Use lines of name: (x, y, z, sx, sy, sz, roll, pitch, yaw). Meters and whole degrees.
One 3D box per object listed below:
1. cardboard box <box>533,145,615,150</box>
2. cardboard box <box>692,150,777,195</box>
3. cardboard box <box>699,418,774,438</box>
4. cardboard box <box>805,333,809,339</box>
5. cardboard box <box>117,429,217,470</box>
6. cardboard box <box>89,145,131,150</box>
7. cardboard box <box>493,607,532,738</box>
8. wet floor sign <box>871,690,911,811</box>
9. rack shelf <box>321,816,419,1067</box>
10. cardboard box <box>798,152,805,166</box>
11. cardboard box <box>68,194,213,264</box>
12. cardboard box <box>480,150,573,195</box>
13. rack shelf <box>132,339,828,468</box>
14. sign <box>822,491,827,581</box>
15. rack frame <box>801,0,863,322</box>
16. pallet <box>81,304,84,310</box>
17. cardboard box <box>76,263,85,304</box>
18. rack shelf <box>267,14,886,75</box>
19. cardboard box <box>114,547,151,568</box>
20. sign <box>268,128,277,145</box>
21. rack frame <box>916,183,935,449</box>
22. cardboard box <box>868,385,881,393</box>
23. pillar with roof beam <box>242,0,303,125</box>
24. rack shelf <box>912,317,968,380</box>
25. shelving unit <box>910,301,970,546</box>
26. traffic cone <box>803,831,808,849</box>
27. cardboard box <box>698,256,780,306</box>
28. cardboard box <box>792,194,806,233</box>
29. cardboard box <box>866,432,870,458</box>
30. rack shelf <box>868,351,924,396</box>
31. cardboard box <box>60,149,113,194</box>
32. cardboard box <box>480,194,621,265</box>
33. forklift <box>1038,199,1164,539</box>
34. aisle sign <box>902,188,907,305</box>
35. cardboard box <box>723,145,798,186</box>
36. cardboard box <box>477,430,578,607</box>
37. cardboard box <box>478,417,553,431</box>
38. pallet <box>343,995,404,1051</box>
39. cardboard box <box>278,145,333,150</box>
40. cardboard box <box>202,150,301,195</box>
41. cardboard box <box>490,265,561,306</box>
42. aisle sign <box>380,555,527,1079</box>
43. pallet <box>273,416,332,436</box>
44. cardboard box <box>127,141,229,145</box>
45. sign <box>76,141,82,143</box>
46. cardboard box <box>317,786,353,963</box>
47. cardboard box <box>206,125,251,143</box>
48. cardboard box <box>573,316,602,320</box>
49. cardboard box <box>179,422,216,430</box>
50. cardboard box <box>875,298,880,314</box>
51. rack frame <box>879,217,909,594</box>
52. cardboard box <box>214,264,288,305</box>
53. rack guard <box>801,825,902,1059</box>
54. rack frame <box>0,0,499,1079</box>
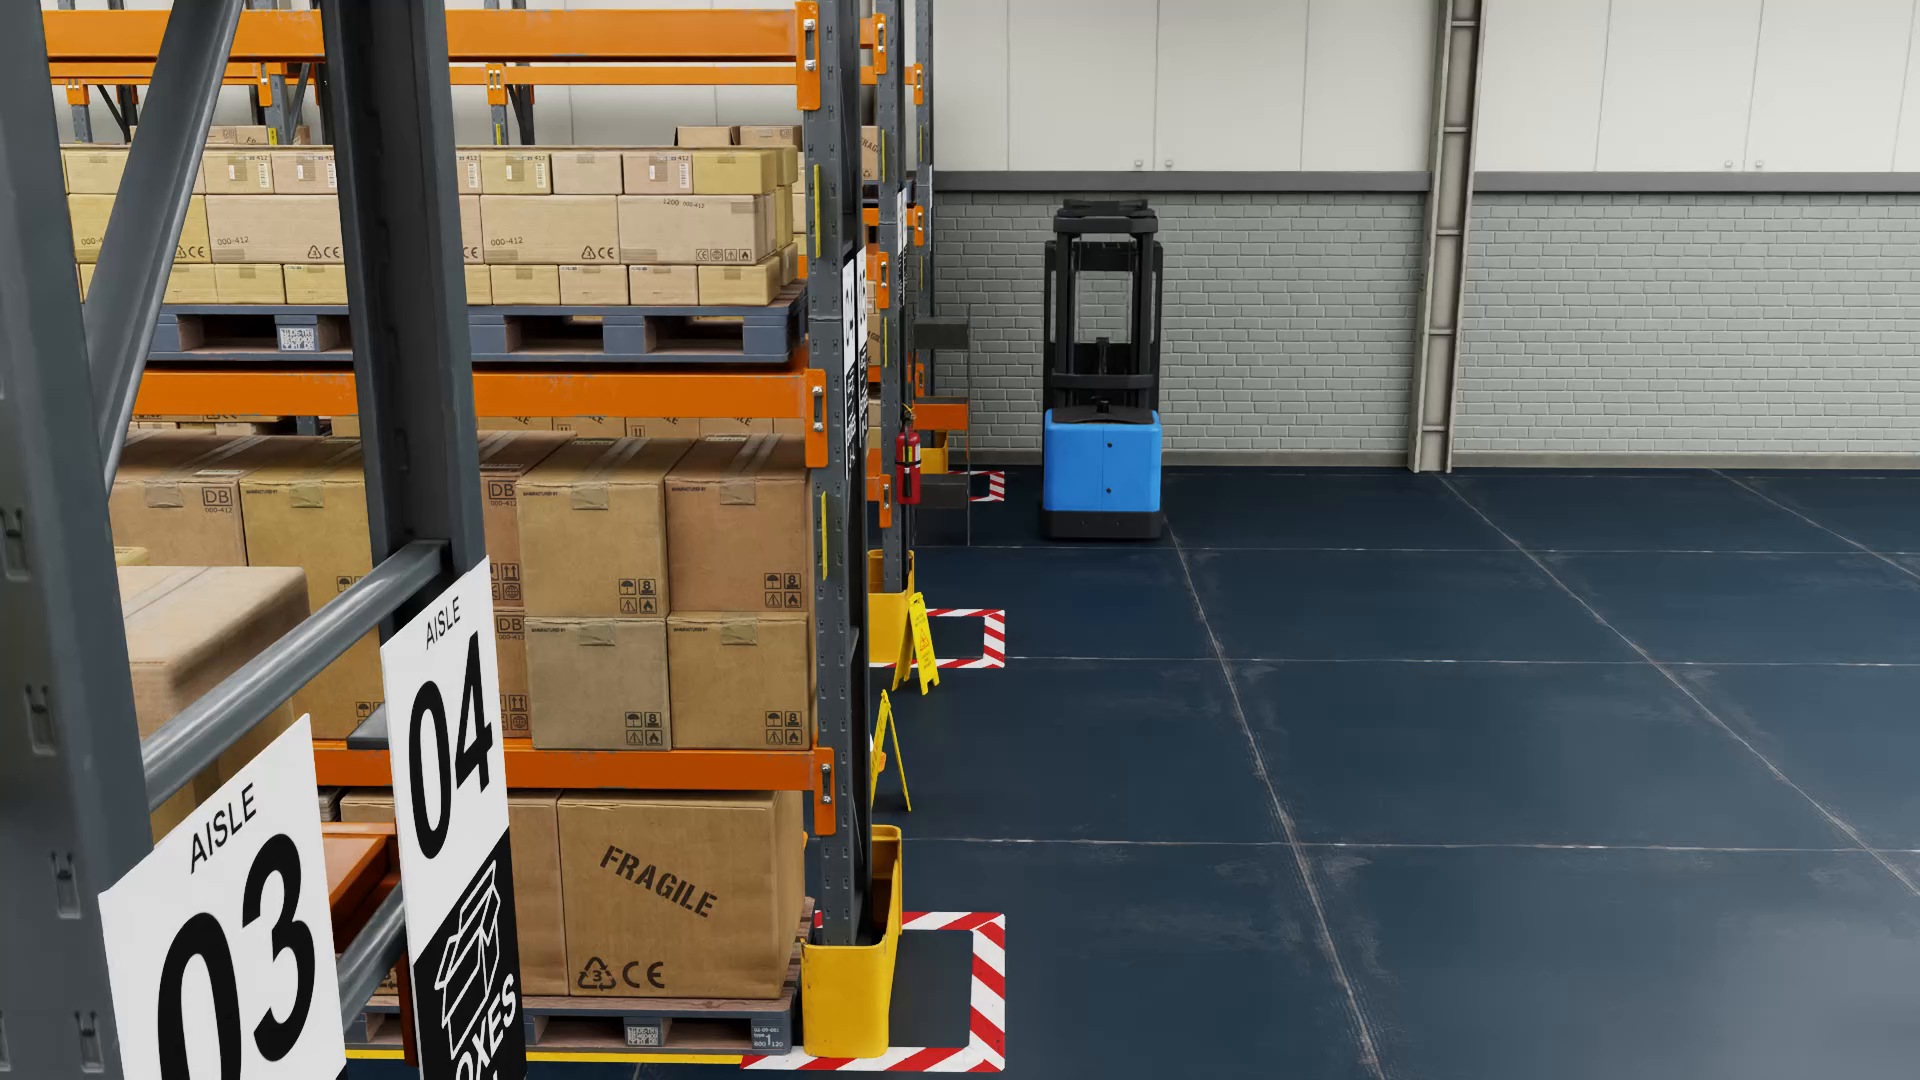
cardboard box: (-1.569, -1.534, 6.805, 0.250, 0.149, 0.380, 1, 15, 2)
cardboard box: (-0.830, -1.361, 6.149, 0.250, 0.149, 0.380, 1, 15, 2)
cardboard box: (-1.509, -0.873, 11.488, 0.500, 0.500, 0.500, 0, 15, 2)
cardboard box: (-0.975, -1.366, 11.398, 0.500, 0.500, 0.700, 0, 15, 0)
cardboard box: (-3.562, -0.115, 6.986, 0.550, 0.550, 0.875, 0, 15, 1)
cardboard box: (-3.356, -1.545, 6.847, 0.250, 0.149, 0.380, 1, 15, 2)
cardboard box: (-1.963, 0.423, 7.062, 0.550, 0.550, 0.875, 0, 15, 1)
wet floor sign: (-0.405, 1.154, 9.201, 0.232, 0.644, 0.267, -2, 15, -8)
rack shelf: (-2.711, 0.669, 1.954, 4.000, 0.370, 1.077, 0, 15, 1)
cardboard box: (-1.426, -3.575, 15.874, 0.258, 0.266, 0.396, 0, 15, 2)
cardboard box: (-2.993, -1.198, 6.313, 0.500, 0.250, 0.500, 0, 15, 1)
cardboard box: (-1.594, -1.366, 6.168, 0.250, 0.149, 0.380, 1, 15, 2)
rack shelf: (-2.484, -0.595, 6.746, 4.000, 0.370, 1.077, 0, 15, 1)
sign: (-0.512, -0.016, 6.286, 0.005, 0.325, 0.100, 0, 15, 1)
rack frame: (-0.484, -2.380, 6.222, 0.127, 3.000, 1.000, 0, 15, 1)
pallet: (-3.665, -0.905, 6.685, 1.213, 0.211, 1.003, 0, 15, 1)
cardboard box: (-3.369, -0.992, 6.313, 0.250, 0.149, 0.380, 0, 15, 1)
rack shelf: (-2.458, -3.307, 11.151, 4.000, 0.370, 1.077, 0, 15, 1)
cardboard box: (-1.238, 0.127, 2.112, 0.250, 0.149, 0.380, 1, 15, 3)
sign: (-4.468, -2.518, 10.838, 0.005, 0.325, 0.100, 0, 15, 1)
rack frame: (-0.336, -2.009, 16.573, 0.127, 3.000, 1.000, 0, 15, 1)
cardboard box: (-0.812, -1.417, 16.937, 0.500, 0.250, 0.500, 0, 15, 1)
pillar with roof beam: (-7.117, -4.085, 12.683, 0.400, 9.000, 9.100, 0, 15, 1)
rack shelf: (-0.165, -1.680, 14.401, 0.480, 0.518, 0.431, 0, 15, 1)
shelving unit: (-0.165, -1.016, 14.576, 0.503, 2.100, 0.431, 0, 15, 1)
traffic cone: (-0.979, 1.381, 8.697, 0.334, 0.463, 0.336, 0, 15, 1)
cardboard box: (-0.825, -0.976, 6.251, 0.250, 0.149, 0.380, 0, 15, 1)
cardboard box: (-0.977, -2.199, 11.126, 0.500, 0.250, 0.500, 0, 15, 1)
cardboard box: (-0.793, -0.676, 12.015, 0.250, 0.149, 0.380, 0, 15, 2)
rack shelf: (-2.335, -1.674, 16.714, 4.000, 0.370, 1.077, 0, 15, 1)
cardboard box: (-3.366, -1.378, 6.212, 0.250, 0.149, 0.380, 0, 15, 1)
cardboard box: (-1.481, -1.188, 6.275, 0.500, 0.250, 0.500, 0, 15, 2)
forklift: (1.331, -1.750, 15.726, 1.130, 2.935, 3.031, 1, 15, 3)
aisle sign: (-0.389, -2.078, 11.741, 0.004, 0.787, 0.394, 0, 15, 1)
cardboard box: (-0.810, -1.529, 6.785, 0.250, 0.149, 0.380, 1, 15, 2)
cardboard box: (-1.963, -0.105, 6.947, 0.550, 0.550, 0.875, 0, 15, 1)
cardboard box: (-3.021, -0.883, 11.528, 0.500, 0.500, 0.500, 0, 15, 1)
pallet: (-2.502, 1.875, 7.320, 1.213, 0.211, 1.003, 0, 15, 1)
cardboard box: (-2.591, -1.541, 6.830, 0.250, 0.149, 0.380, 1, 15, 2)
cardboard box: (-2.607, -1.373, 6.193, 0.250, 0.149, 0.380, 0, 15, 1)
cardboard box: (-1.587, -0.981, 6.271, 0.250, 0.149, 0.380, 1, 15, 2)
aisle sign: (-0.642, 0.452, 2.153, 0.004, 0.787, 0.394, 0, 15, 1)
pallet: (-5.218, -0.718, 12.058, 1.213, 0.211, 1.003, 0, 15, 1)
cardboard box: (-5.530, -2.698, 11.797, 0.500, 0.250, 0.500, 0, 15, 0)
sign: (-8.349, -3.623, 15.797, 0.005, 0.325, 0.100, 0, 15, 1)
cardboard box: (-2.955, 1.345, 7.202, 0.875, 0.875, 0.875, 0, 15, 2)
cardboard box: (-7.108, -3.766, 16.139, 0.500, 0.500, 0.700, 0, 15, 0)
cardboard box: (-2.489, -1.387, 11.478, 0.500, 0.500, 0.700, 0, 15, 1)
cardboard box: (-5.242, -0.789, 11.622, 0.250, 0.149, 0.380, 0, 15, 0)
cardboard box: (-0.690, -2.301, 16.215, 0.250, 0.149, 0.380, 1, 15, 2)
rack frame: (-0.459, -0.743, 11.775, 0.127, 3.000, 1.000, 0, 15, 1)
cardboard box: (-2.607, -0.987, 6.294, 0.250, 0.149, 0.380, 1, 15, 2)
rack guard: (-0.460, 1.729, 7.306, 0.348, 0.500, 1.175, 0, 15, 1)
rack frame: (-0.712, -1.116, 1.431, 0.127, 3.000, 1.000, 0, 15, 1)
